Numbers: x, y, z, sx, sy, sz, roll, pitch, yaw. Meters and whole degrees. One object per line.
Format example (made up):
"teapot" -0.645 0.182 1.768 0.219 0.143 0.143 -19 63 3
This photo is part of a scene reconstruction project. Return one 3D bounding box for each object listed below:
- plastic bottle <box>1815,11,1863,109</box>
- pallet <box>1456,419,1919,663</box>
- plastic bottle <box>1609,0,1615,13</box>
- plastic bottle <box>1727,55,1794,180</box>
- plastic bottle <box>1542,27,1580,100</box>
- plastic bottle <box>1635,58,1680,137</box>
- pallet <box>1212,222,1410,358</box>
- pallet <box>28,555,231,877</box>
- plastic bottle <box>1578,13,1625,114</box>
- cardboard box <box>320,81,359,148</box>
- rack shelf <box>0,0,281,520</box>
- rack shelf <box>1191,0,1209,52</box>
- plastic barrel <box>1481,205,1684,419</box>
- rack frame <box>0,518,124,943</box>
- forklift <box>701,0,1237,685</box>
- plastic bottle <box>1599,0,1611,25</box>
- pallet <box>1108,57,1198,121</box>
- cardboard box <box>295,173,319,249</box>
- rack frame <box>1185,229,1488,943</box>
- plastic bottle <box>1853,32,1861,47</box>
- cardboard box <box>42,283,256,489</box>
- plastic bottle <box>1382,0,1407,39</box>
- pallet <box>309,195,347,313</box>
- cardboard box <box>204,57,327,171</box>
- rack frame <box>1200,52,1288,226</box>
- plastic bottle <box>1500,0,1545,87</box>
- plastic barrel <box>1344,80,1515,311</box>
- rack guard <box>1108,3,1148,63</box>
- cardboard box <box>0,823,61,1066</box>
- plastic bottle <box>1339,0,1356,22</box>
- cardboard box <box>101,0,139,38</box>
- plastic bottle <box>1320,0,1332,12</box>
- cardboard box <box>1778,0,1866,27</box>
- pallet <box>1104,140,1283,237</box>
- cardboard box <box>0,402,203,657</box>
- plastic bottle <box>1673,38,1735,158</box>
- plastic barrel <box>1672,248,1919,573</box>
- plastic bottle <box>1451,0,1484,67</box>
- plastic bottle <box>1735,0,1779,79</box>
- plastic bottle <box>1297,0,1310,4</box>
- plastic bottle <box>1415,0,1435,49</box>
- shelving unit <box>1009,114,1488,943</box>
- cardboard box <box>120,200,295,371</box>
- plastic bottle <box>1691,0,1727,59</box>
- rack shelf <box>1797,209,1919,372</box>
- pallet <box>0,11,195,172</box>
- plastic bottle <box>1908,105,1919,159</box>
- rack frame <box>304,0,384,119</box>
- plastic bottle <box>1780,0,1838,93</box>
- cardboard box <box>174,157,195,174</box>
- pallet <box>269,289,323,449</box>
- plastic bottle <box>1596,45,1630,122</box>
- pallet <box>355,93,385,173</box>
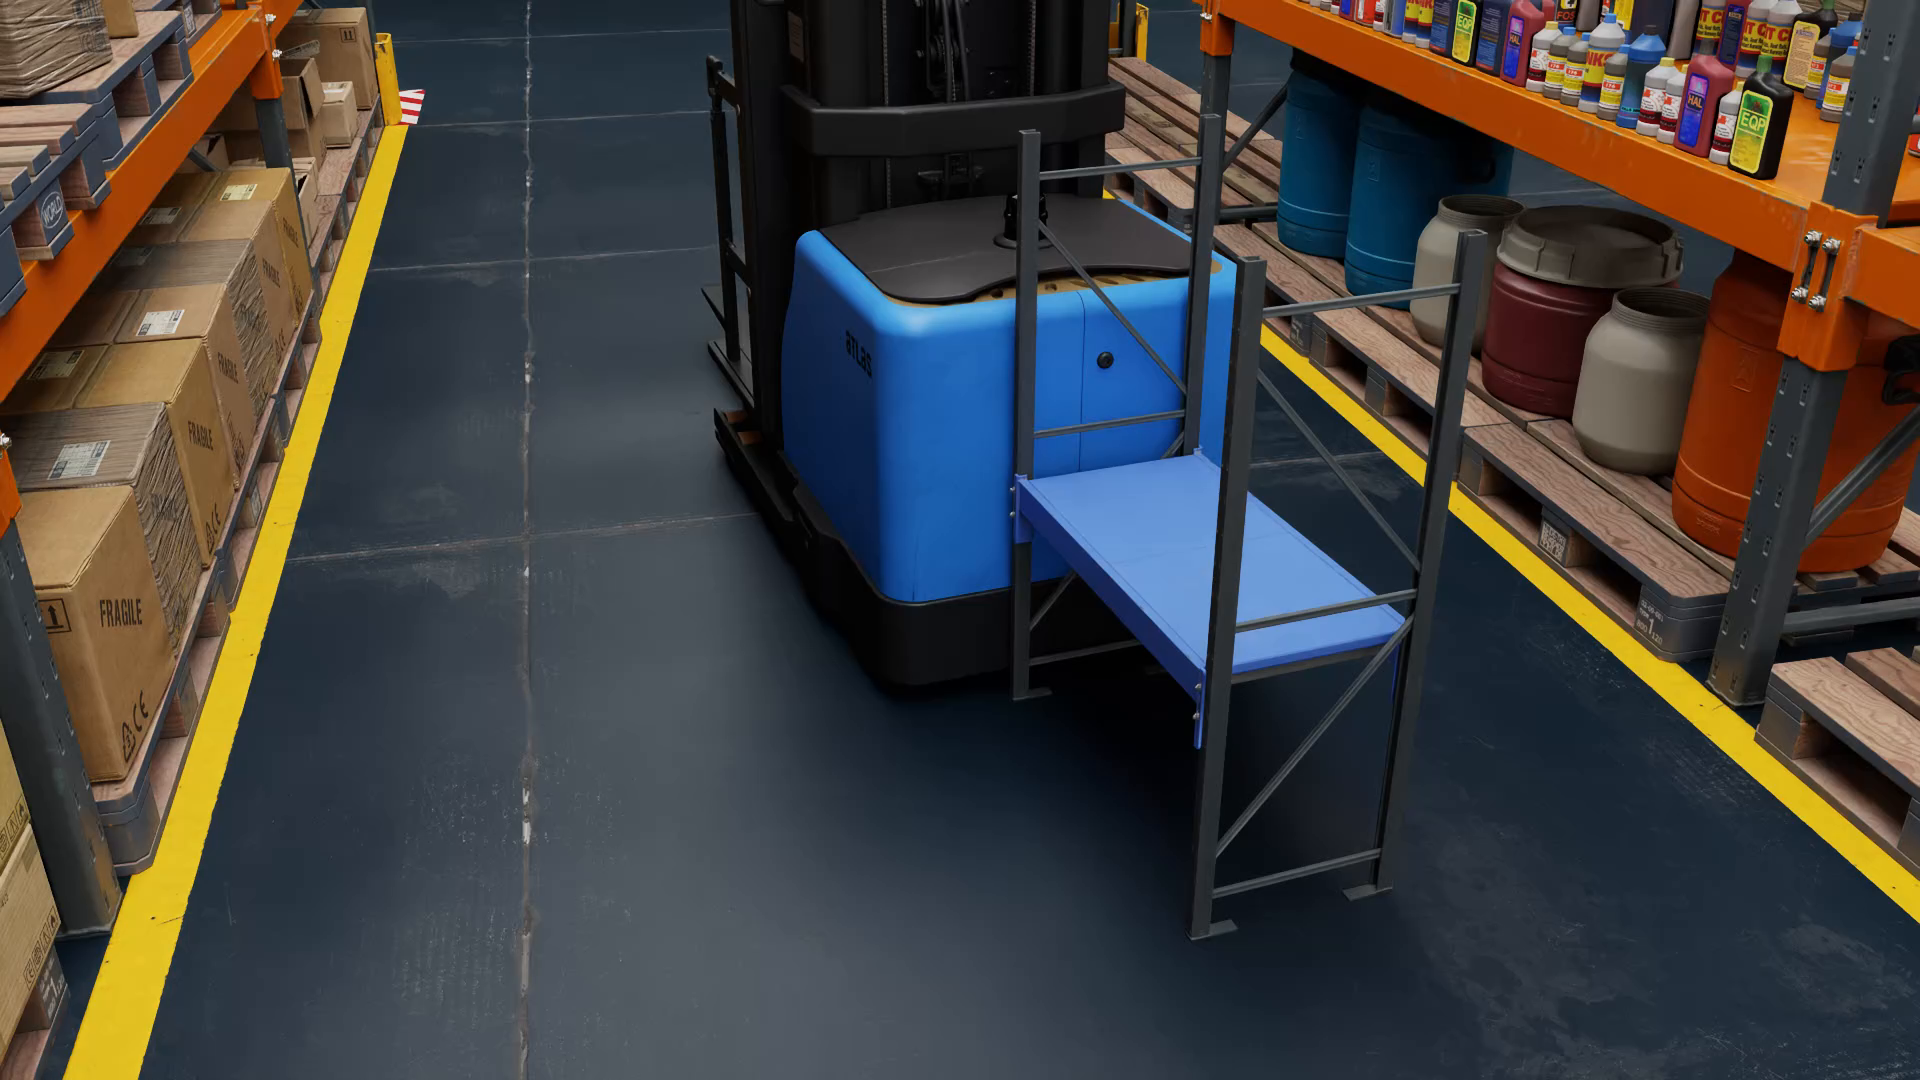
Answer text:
"plastic bottle" 2.558 -1.386 4.809 0.097 0.271 0.097 0 27 0
"pallet" 2.285 -0.067 5.148 1.003 0.211 1.213 -6 27 -12
"plastic bottle" 2.308 -1.873 5.774 0.097 0.271 0.097 0 27 0
"plastic bottle" 1.997 -1.052 4.135 0.061 0.283 0.133 -6 27 -12
"plastic bottle" 1.805 -1.425 4.966 0.097 0.201 0.097 0 27 0
"plastic bottle" 1.914 -1.212 4.542 0.097 0.201 0.097 0 27 0
"pallet" 1.735 -1.138 7.270 1.003 0.211 1.213 -6 27 -12
"pallet" -2.455 0.445 4.134 1.003 0.211 1.213 -6 27 -12
"plastic bottle" 1.849 -1.371 4.781 0.097 0.271 0.097 0 27 0
"cardboard box" -3.579 -2.315 9.072 0.500 0.250 0.500 -6 27 -12
"rack shelf" -2.774 -1.025 4.751 1.077 0.370 4.000 -6 27 -12
"rack shelf" 1.151 -3.283 9.223 1.077 0.370 4.000 -6 27 -12
"plastic barrel" 2.122 -0.789 5.695 0.600 0.588 0.708 -6 27 -12
"rack frame" -2.323 -0.468 2.849 1.000 3.000 0.127 -6 27 -12
"forklift" -0.217 -1.573 5.113 1.130 2.935 3.031 -9 28 -18
"plastic bottle" 2.337 -1.906 5.918 0.097 0.201 0.097 0 27 0
"pallet" 0.849 -2.871 10.704 1.003 0.211 1.213 -6 27 -12
"cardboard box" -3.109 -1.427 7.243 0.500 0.311 0.500 -6 27 -12
"rack frame" 0.723 0.144 3.300 0.500 1.500 0.032 -9 28 -18
"plastic bottle" 2.617 -1.340 4.714 0.152 0.276 0.135 -6 27 -12
"cardboard box" -2.502 -0.456 5.111 0.500 0.500 0.500 -7 28 -13
"plastic bottle" 1.596 -1.920 5.863 0.152 0.276 0.135 -6 27 -12
"pallet" -3.379 -1.281 7.554 1.003 0.211 1.213 -6 27 -12
"cardboard box" -3.653 -2.131 8.424 0.797 0.503 0.637 -6 27 -12
"rack frame" 1.602 -2.726 7.321 1.000 3.000 0.127 -6 27 -12
"plastic bottle" 1.739 -1.554 5.129 0.061 0.283 0.133 -6 27 -12
"plastic barrel" 1.868 -1.425 6.607 0.600 0.901 0.708 -6 27 -12
"rack guard" 0.682 -3.375 11.382 1.175 0.500 0.348 -6 27 -12
"cardboard box" -1.967 0.778 2.965 0.500 0.250 0.500 -5 27 -10
"plastic bottle" 1.469 -2.079 6.170 0.061 0.283 0.133 -6 27 -12
"cardboard box" -2.766 -1.687 4.687 0.700 0.500 0.500 -13 30 -25
"plastic bottle" 1.439 -2.138 6.377 0.097 0.201 0.097 0 27 0
"cardboard box" 5.953 -3.551 10.849 0.875 0.875 0.875 -6 27 -12
"pallet" 1.398 -1.800 8.581 1.003 0.211 1.213 -6 27 -12
"cardboard box" -2.271 -0.007 4.221 0.500 0.500 0.500 -7 28 -13
"plastic bottle" 1.945 -1.153 4.335 0.061 0.283 0.133 -6 27 -12
"plastic barrel" 2.377 -0.401 4.659 0.600 0.830 0.708 -6 27 -12
"plastic bottle" 1.667 -1.693 5.405 0.061 0.283 0.133 -6 27 -12
"plastic bottle" 2.513 -1.594 5.223 0.097 0.271 0.097 0 27 0
"plastic bottle" 1.418 -2.268 6.552 0.152 0.276 0.135 -6 27 -12
"plastic bottle" 1.617 -1.822 5.673 0.097 0.271 0.097 0 27 0
"shelving unit" 0.547 -0.071 3.726 0.538 1.500 1.048 -9 28 -18
"cardboard box" -2.731 -0.899 5.989 0.500 0.500 0.500 -6 27 -11
"plastic bottle" 2.461 -1.696 5.423 0.097 0.271 0.097 0 27 0
"rack shelf" 2.954 0.229 2.265 1.077 0.370 4.000 -6 27 -12
"pallet" -2.766 -1.236 4.583 1.003 0.211 1.213 -6 27 -12
"plastic bottle" 2.573 -1.122 4.281 0.152 0.276 0.135 -6 27 -12
"rack frame" -4.126 -3.980 9.807 1.000 3.000 0.127 -6 27 -12
"plastic bottle" 2.579 -1.508 5.039 0.061 0.283 0.133 -6 27 -12
"cardboard box" -3.630 -1.526 7.231 0.500 0.500 0.500 -6 27 -12
"pallet" -3.005 -0.626 6.256 1.003 0.211 1.213 -6 27 -12
"plastic bottle" 1.871 -1.297 4.712 0.097 0.201 0.097 0 27 0
"pallet" -3.929 -2.352 9.676 1.003 0.211 1.213 -6 27 -12
